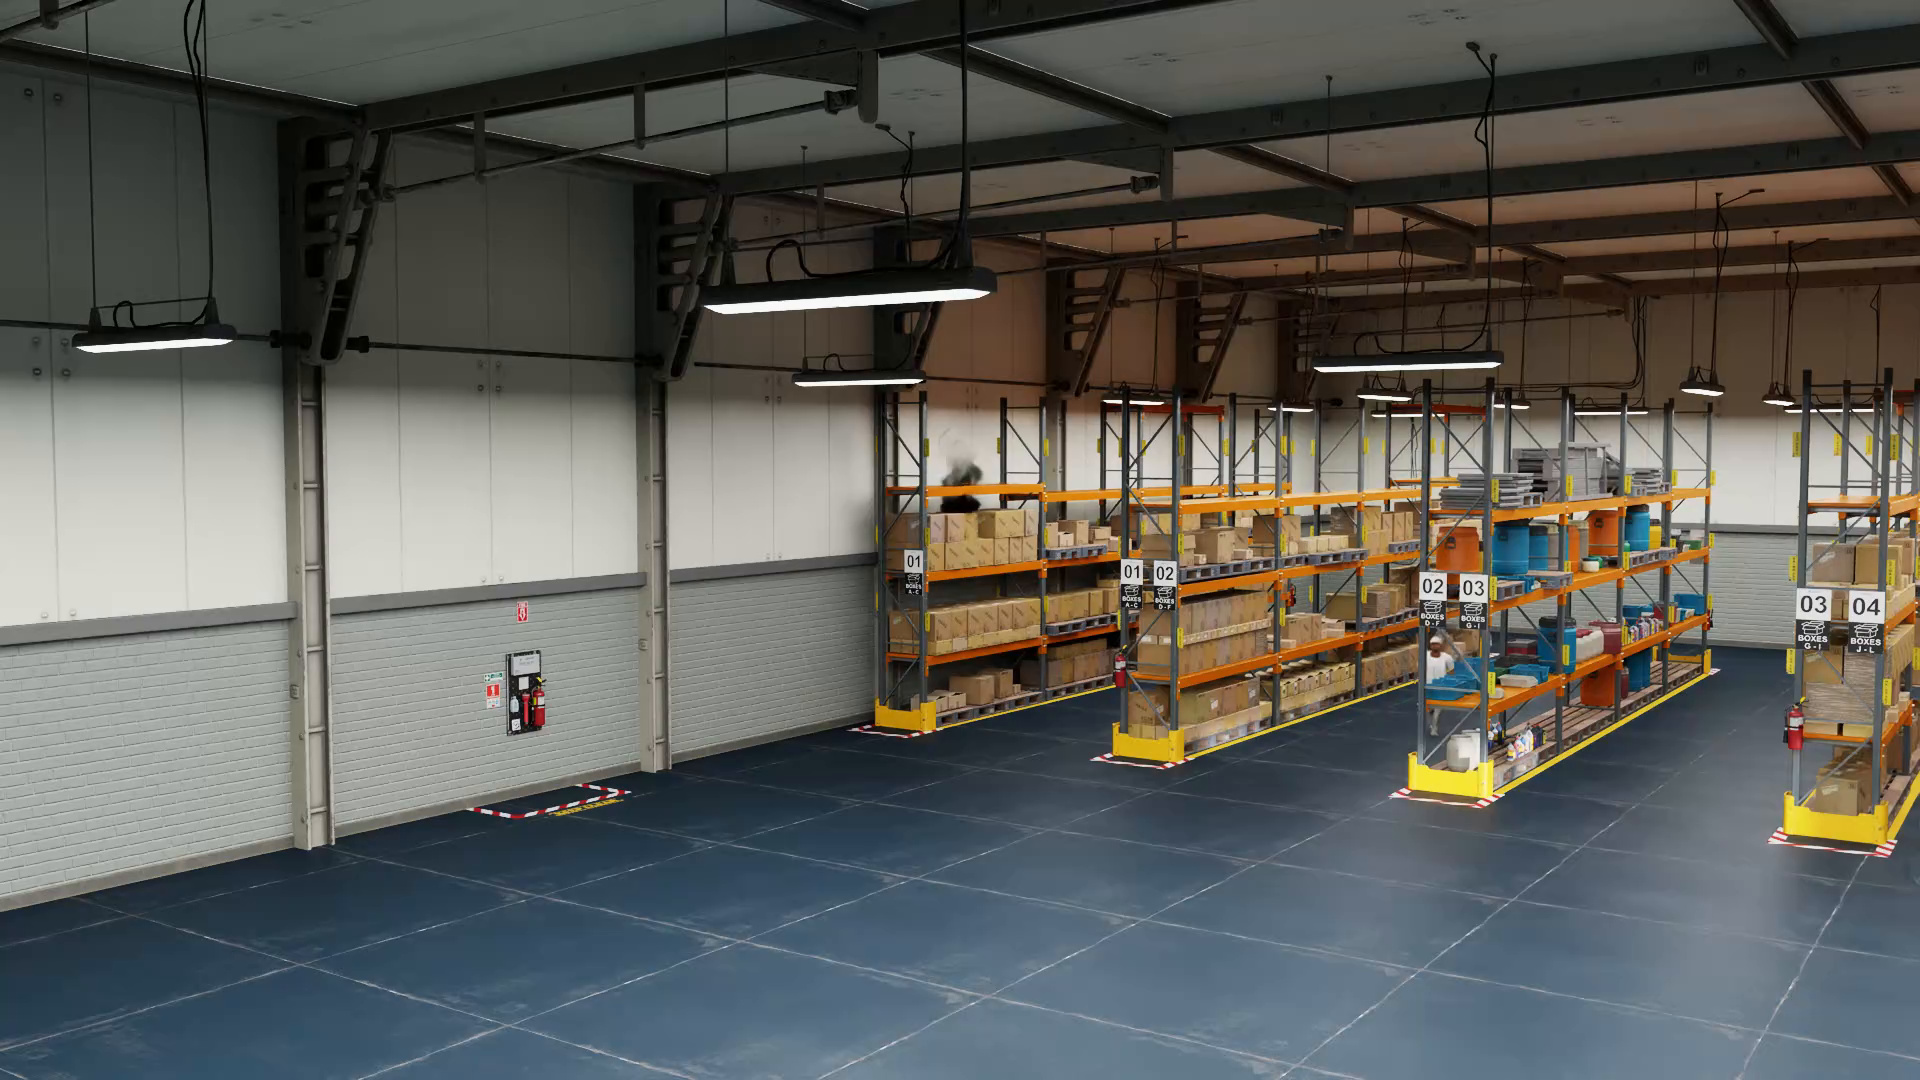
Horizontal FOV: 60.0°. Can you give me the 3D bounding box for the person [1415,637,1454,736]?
[{"bbox_3d":[8.275,2.539,28.953,0.702,1.721,0.537,1,3,20],"label":"person"}]
